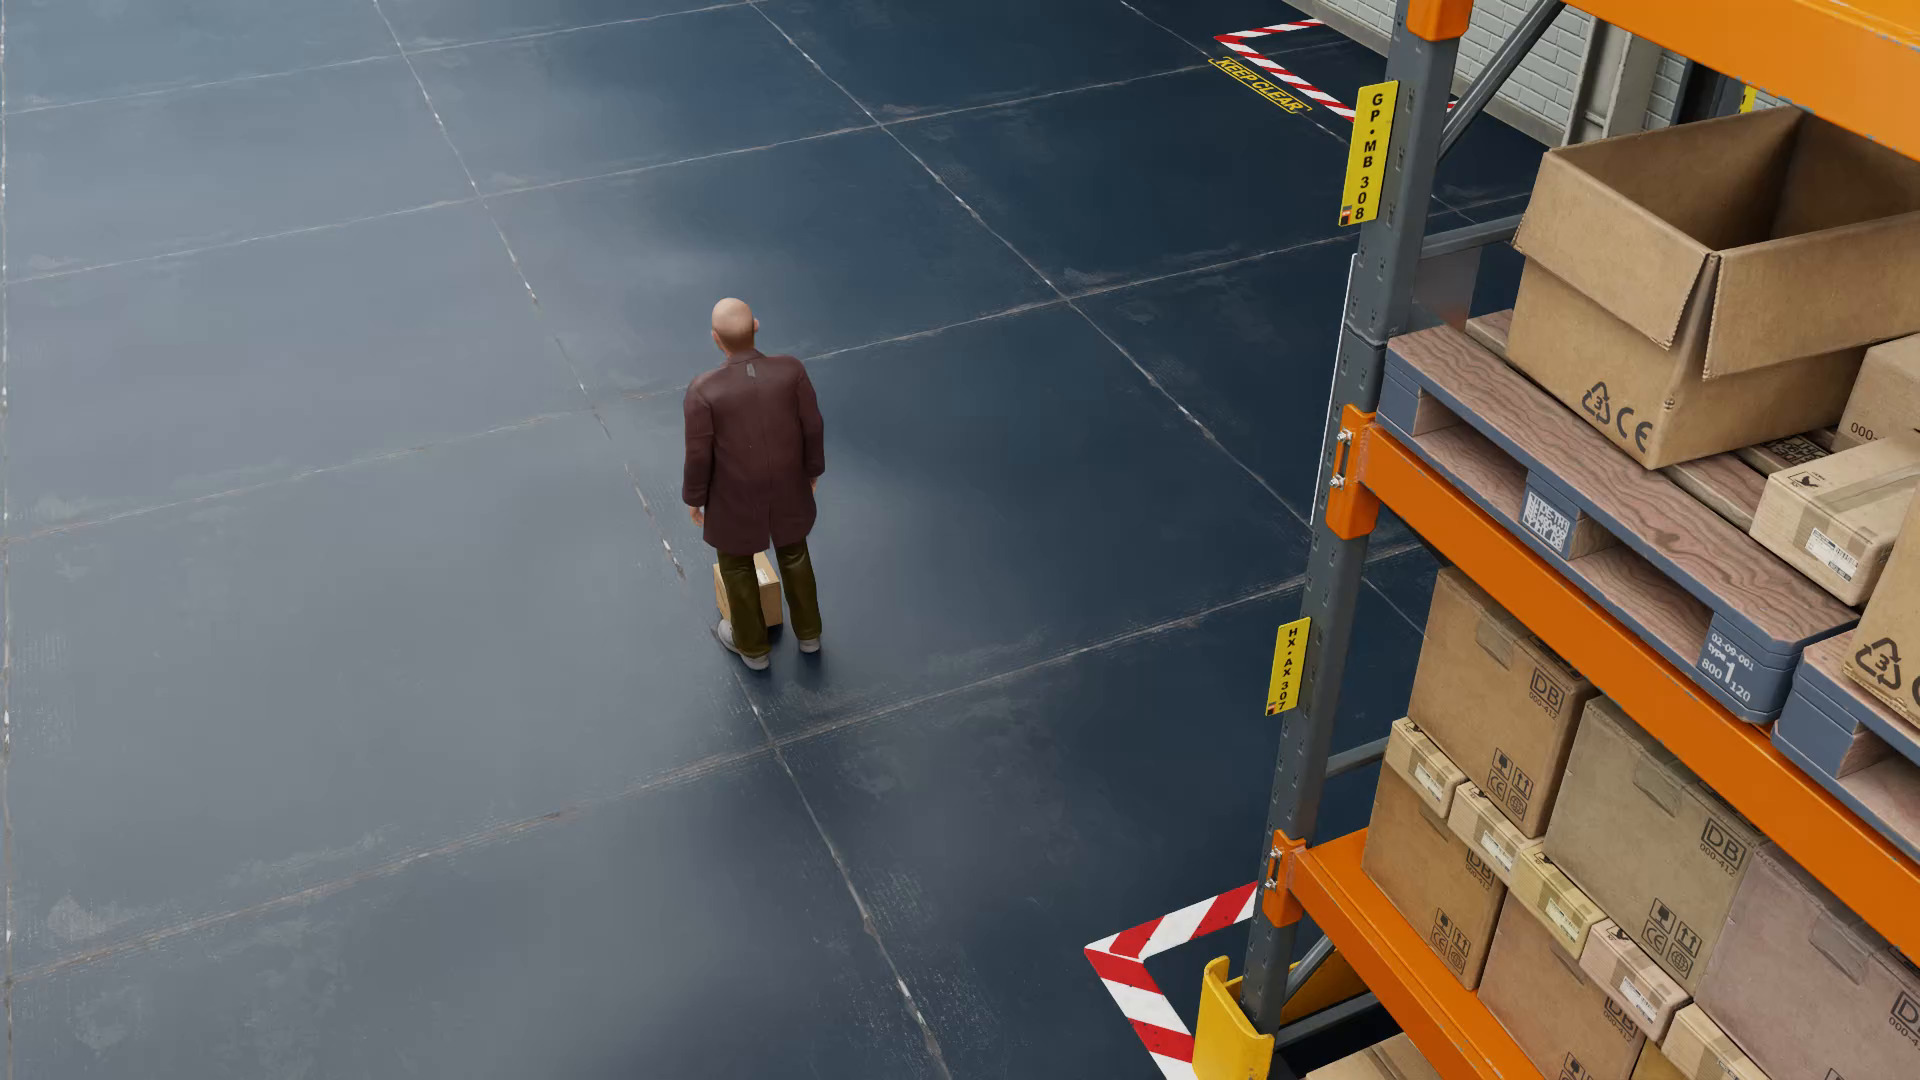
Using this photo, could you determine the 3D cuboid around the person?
[{"bbox_3d":[-0.882,-0.228,7.174,0.642,1.774,0.421,-16,40,-20],"label":"person"}]
